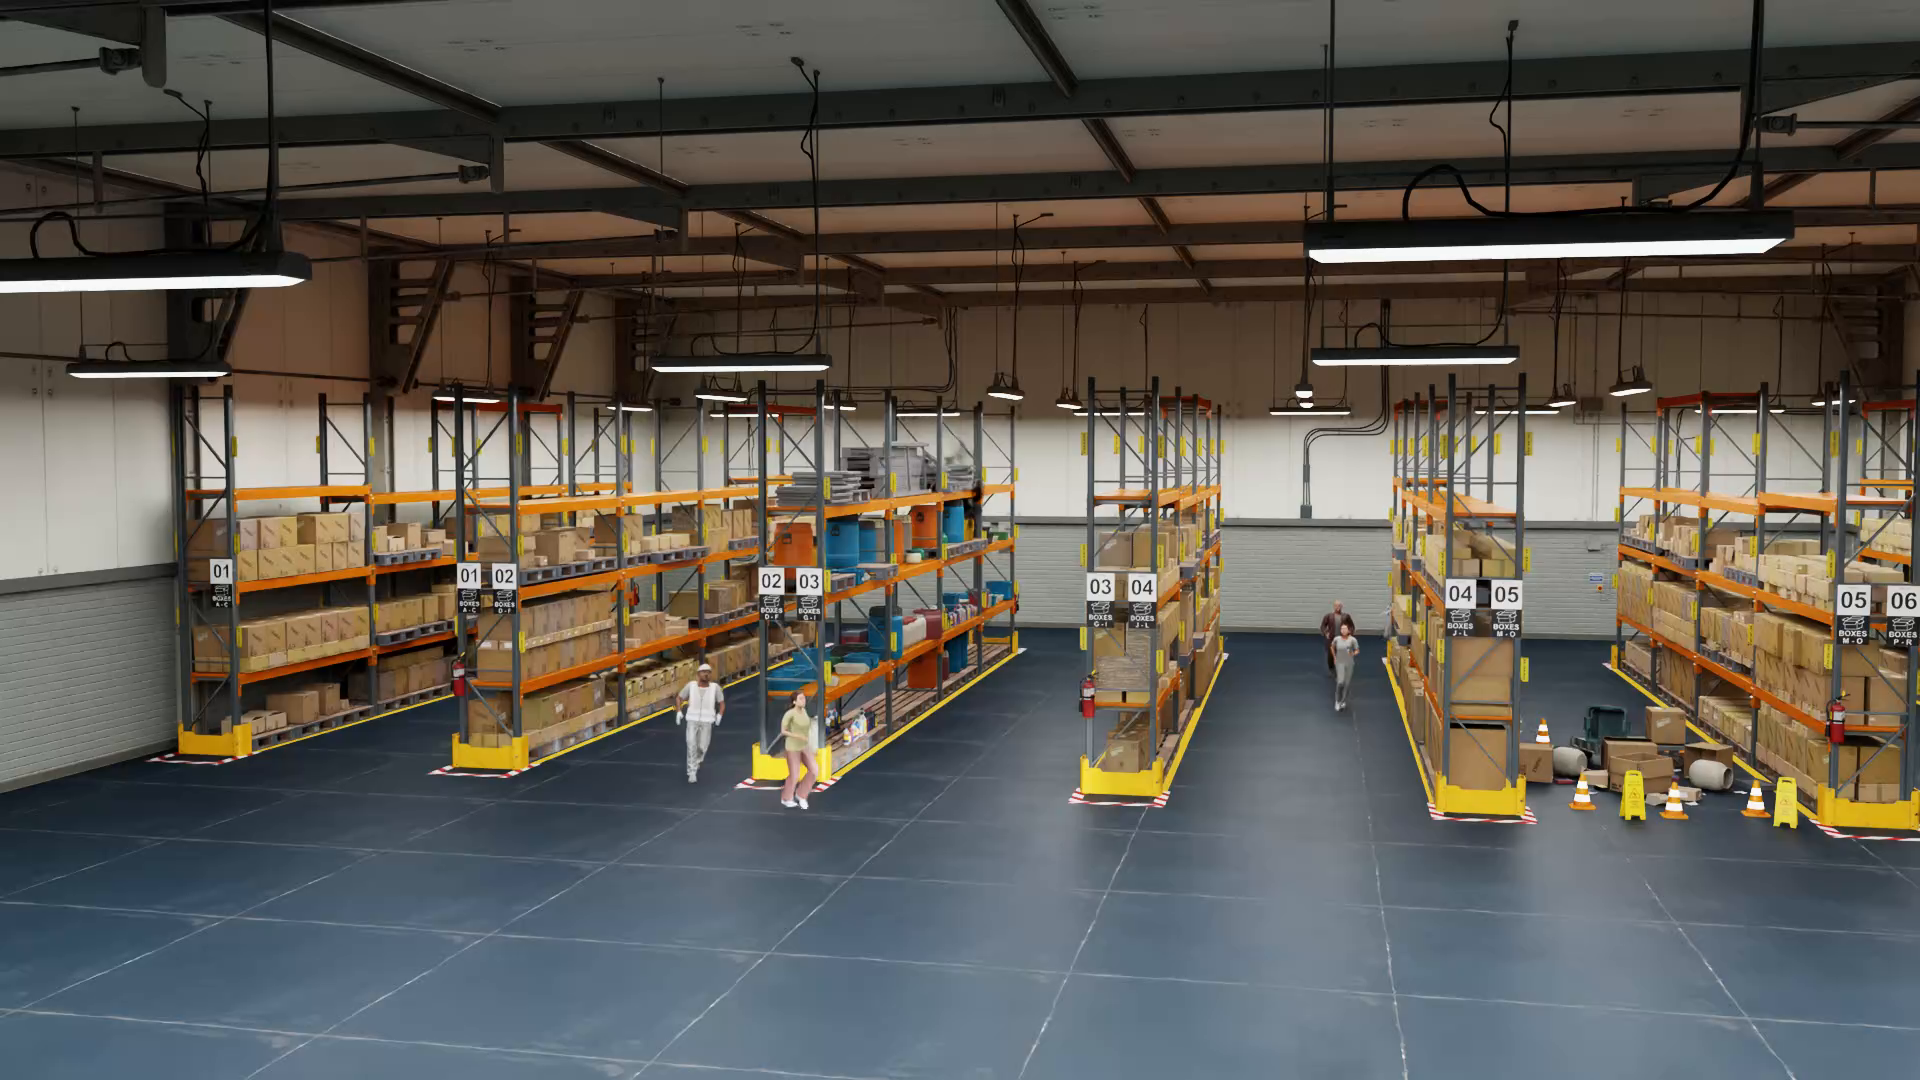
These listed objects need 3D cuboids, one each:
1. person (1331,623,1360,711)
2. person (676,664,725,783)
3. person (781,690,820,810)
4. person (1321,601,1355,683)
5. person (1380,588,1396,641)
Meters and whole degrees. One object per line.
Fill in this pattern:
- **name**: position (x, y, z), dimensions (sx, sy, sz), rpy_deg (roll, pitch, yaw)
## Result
- **person**: position (7.314, 2.411, 31.590), dimensions (0.540, 1.674, 0.669), rpy_deg (1, 3, 12)
- **person**: position (-3.914, 2.744, 25.062), dimensions (0.740, 1.742, 0.648), rpy_deg (0, 3, -8)
- **person**: position (-2.228, 2.894, 22.858), dimensions (0.666, 1.673, 0.586), rpy_deg (3, 4, 41)
- **person**: position (8.035, 2.155, 35.355), dimensions (0.717, 1.726, 0.713), rpy_deg (1, 3, 13)
- **person**: position (10.318, 1.957, 39.753), dimensions (0.510, 1.647, 0.747), rpy_deg (1, 3, 12)
